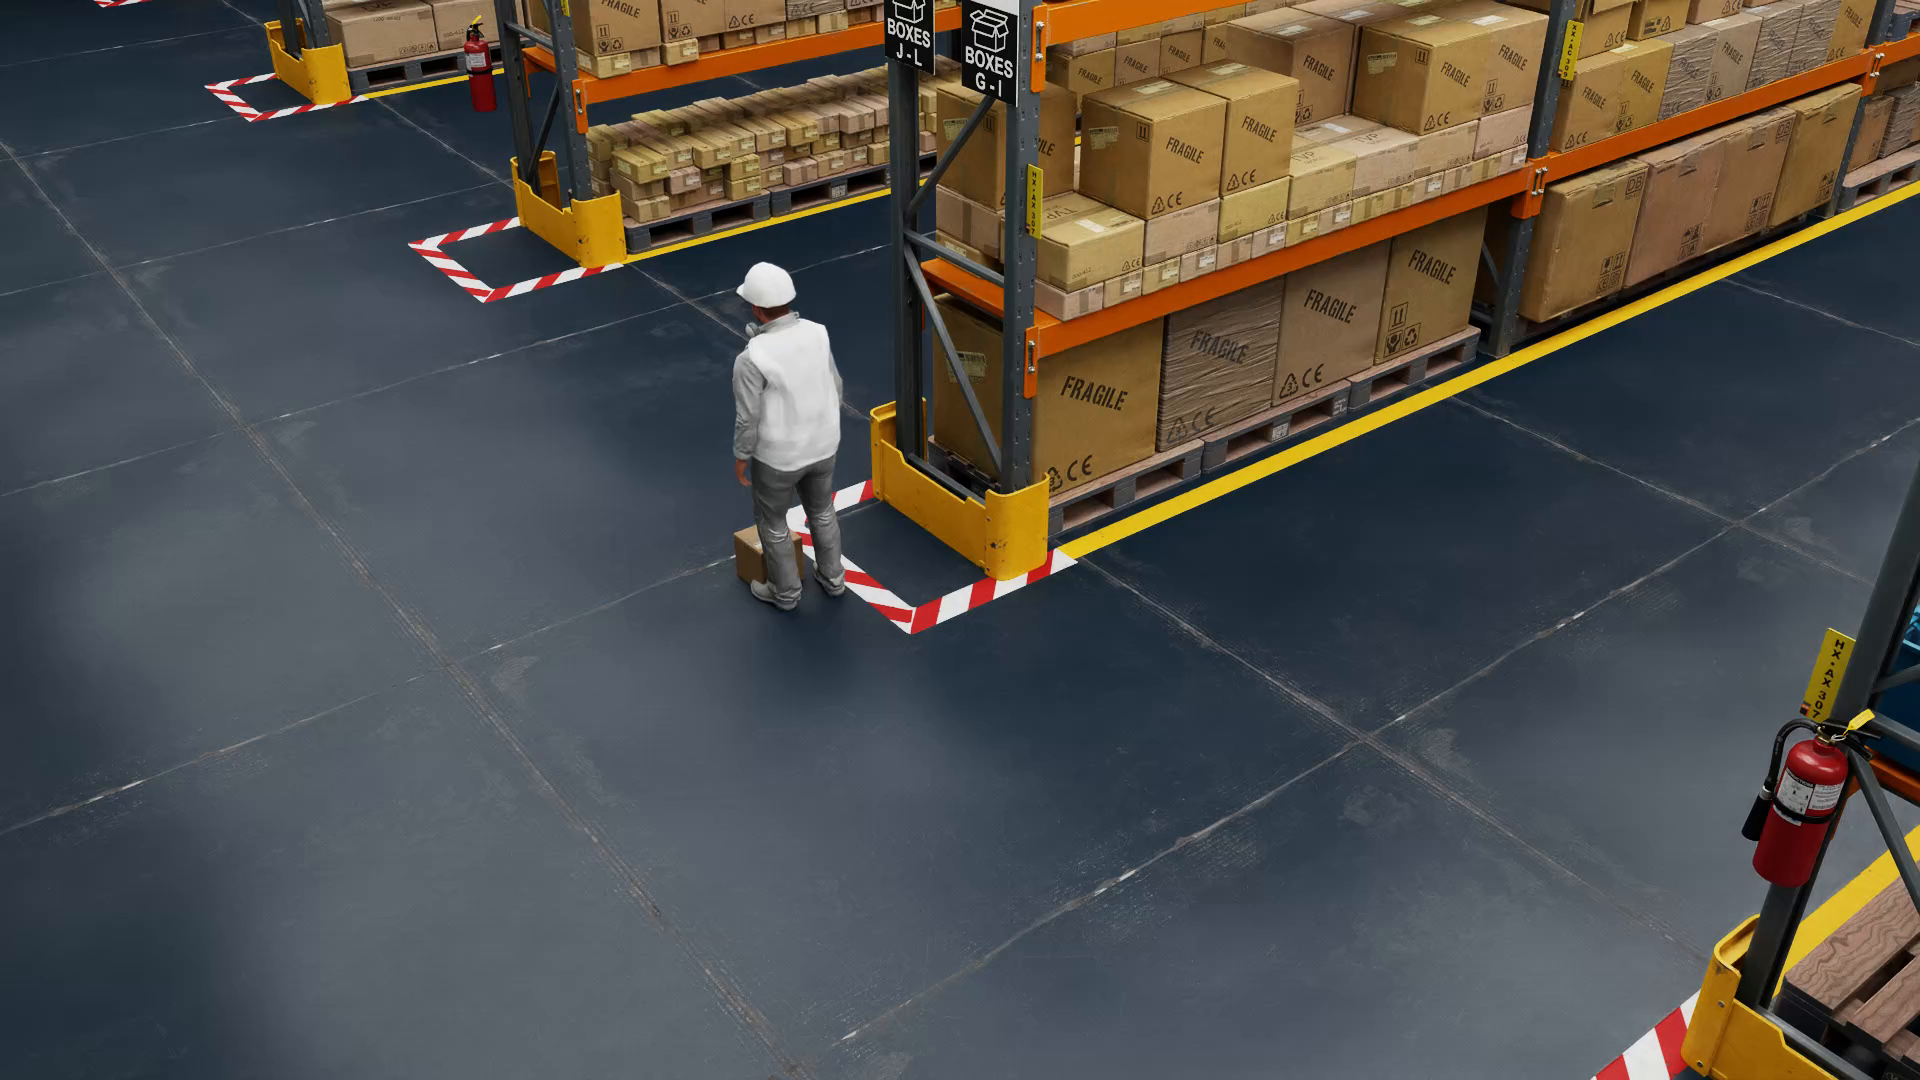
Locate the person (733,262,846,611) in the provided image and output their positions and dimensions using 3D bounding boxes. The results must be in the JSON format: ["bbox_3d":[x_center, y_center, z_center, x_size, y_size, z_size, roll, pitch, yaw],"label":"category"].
[{"bbox_3d":[-0.807,-0.457,7.844,0.589,1.772,0.464,-23,39,-33],"label":"person"}]
